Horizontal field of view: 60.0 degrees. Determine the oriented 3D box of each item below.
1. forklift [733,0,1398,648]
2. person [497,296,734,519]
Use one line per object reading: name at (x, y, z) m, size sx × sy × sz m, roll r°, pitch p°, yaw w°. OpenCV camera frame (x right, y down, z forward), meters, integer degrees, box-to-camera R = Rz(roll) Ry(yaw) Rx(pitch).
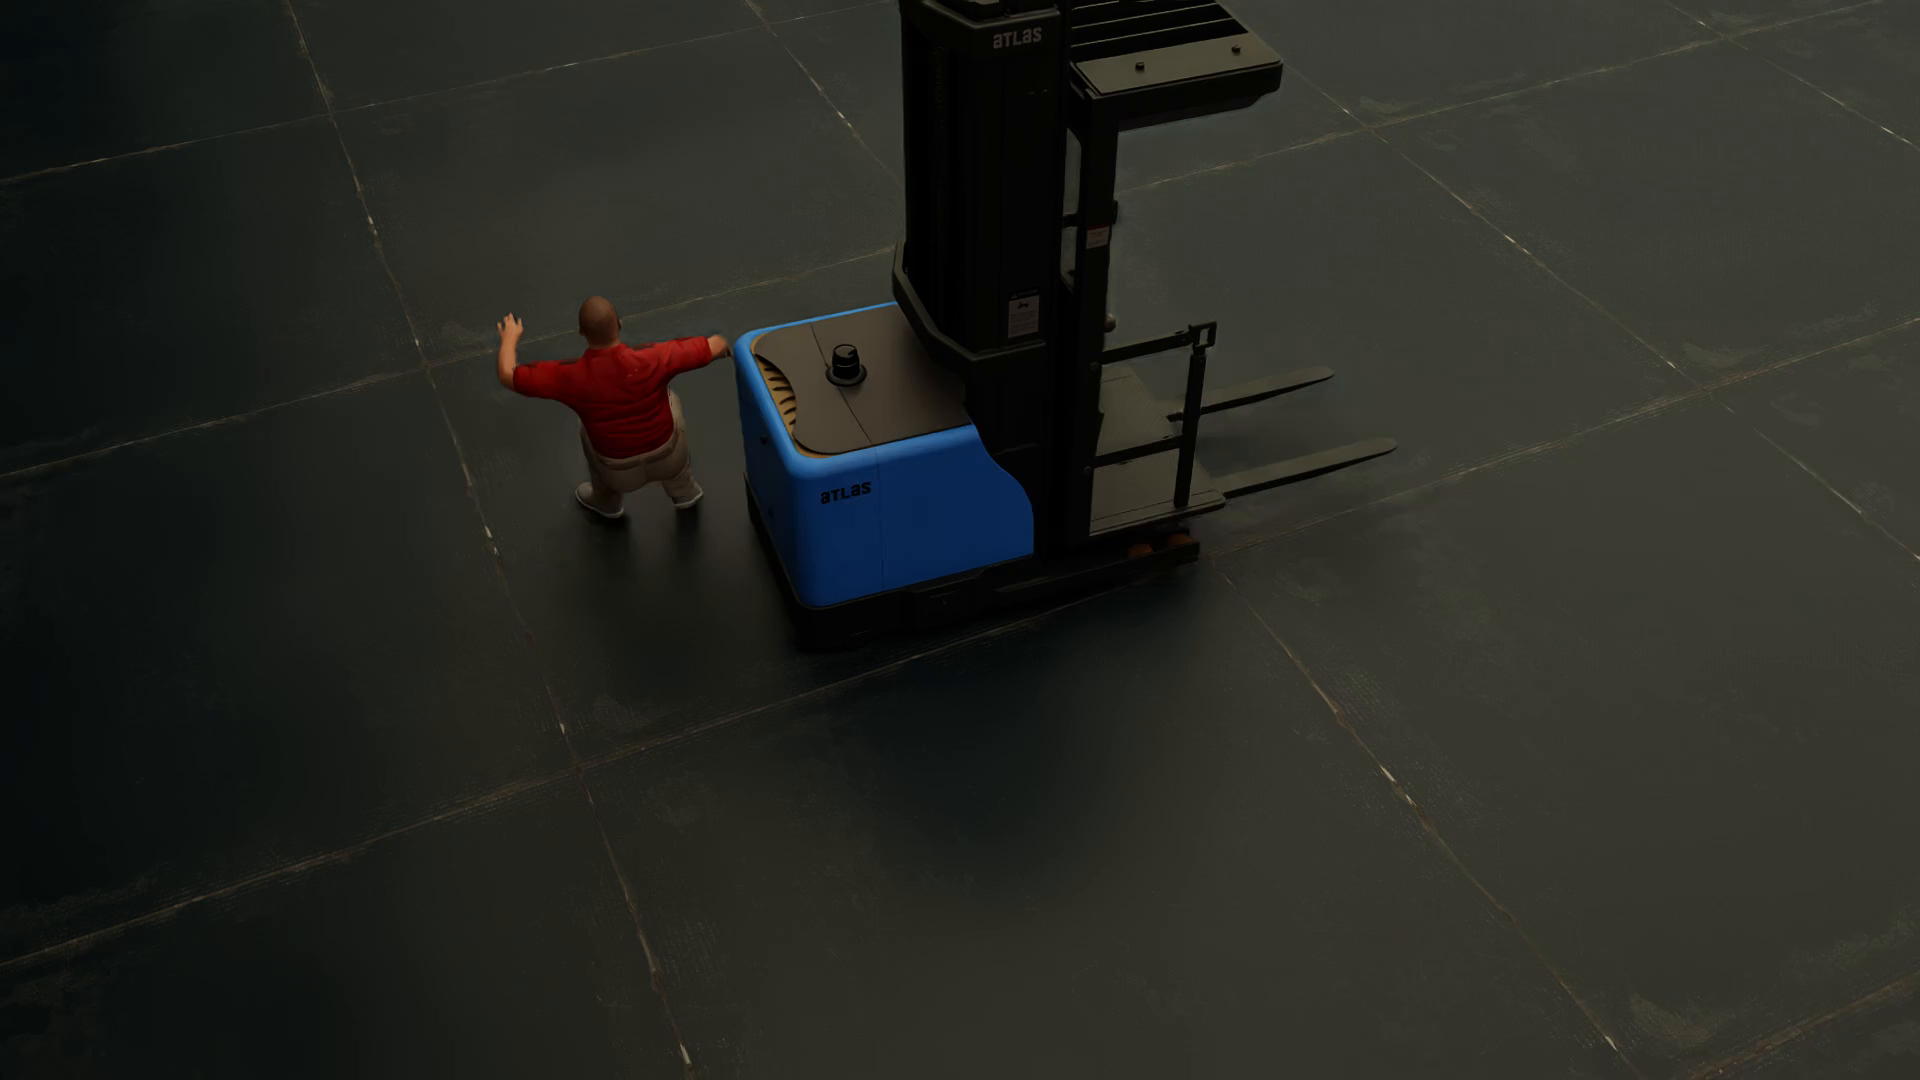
forklift at (0.572, -1.219, 6.986) m, size 3.031 × 2.935 × 1.130 m, roll -14°, pitch 45°, yaw -15°
person at (-1.481, -0.582, 7.389) m, size 1.011 × 1.490 × 0.808 m, roll -13°, pitch 45°, yaw -14°
